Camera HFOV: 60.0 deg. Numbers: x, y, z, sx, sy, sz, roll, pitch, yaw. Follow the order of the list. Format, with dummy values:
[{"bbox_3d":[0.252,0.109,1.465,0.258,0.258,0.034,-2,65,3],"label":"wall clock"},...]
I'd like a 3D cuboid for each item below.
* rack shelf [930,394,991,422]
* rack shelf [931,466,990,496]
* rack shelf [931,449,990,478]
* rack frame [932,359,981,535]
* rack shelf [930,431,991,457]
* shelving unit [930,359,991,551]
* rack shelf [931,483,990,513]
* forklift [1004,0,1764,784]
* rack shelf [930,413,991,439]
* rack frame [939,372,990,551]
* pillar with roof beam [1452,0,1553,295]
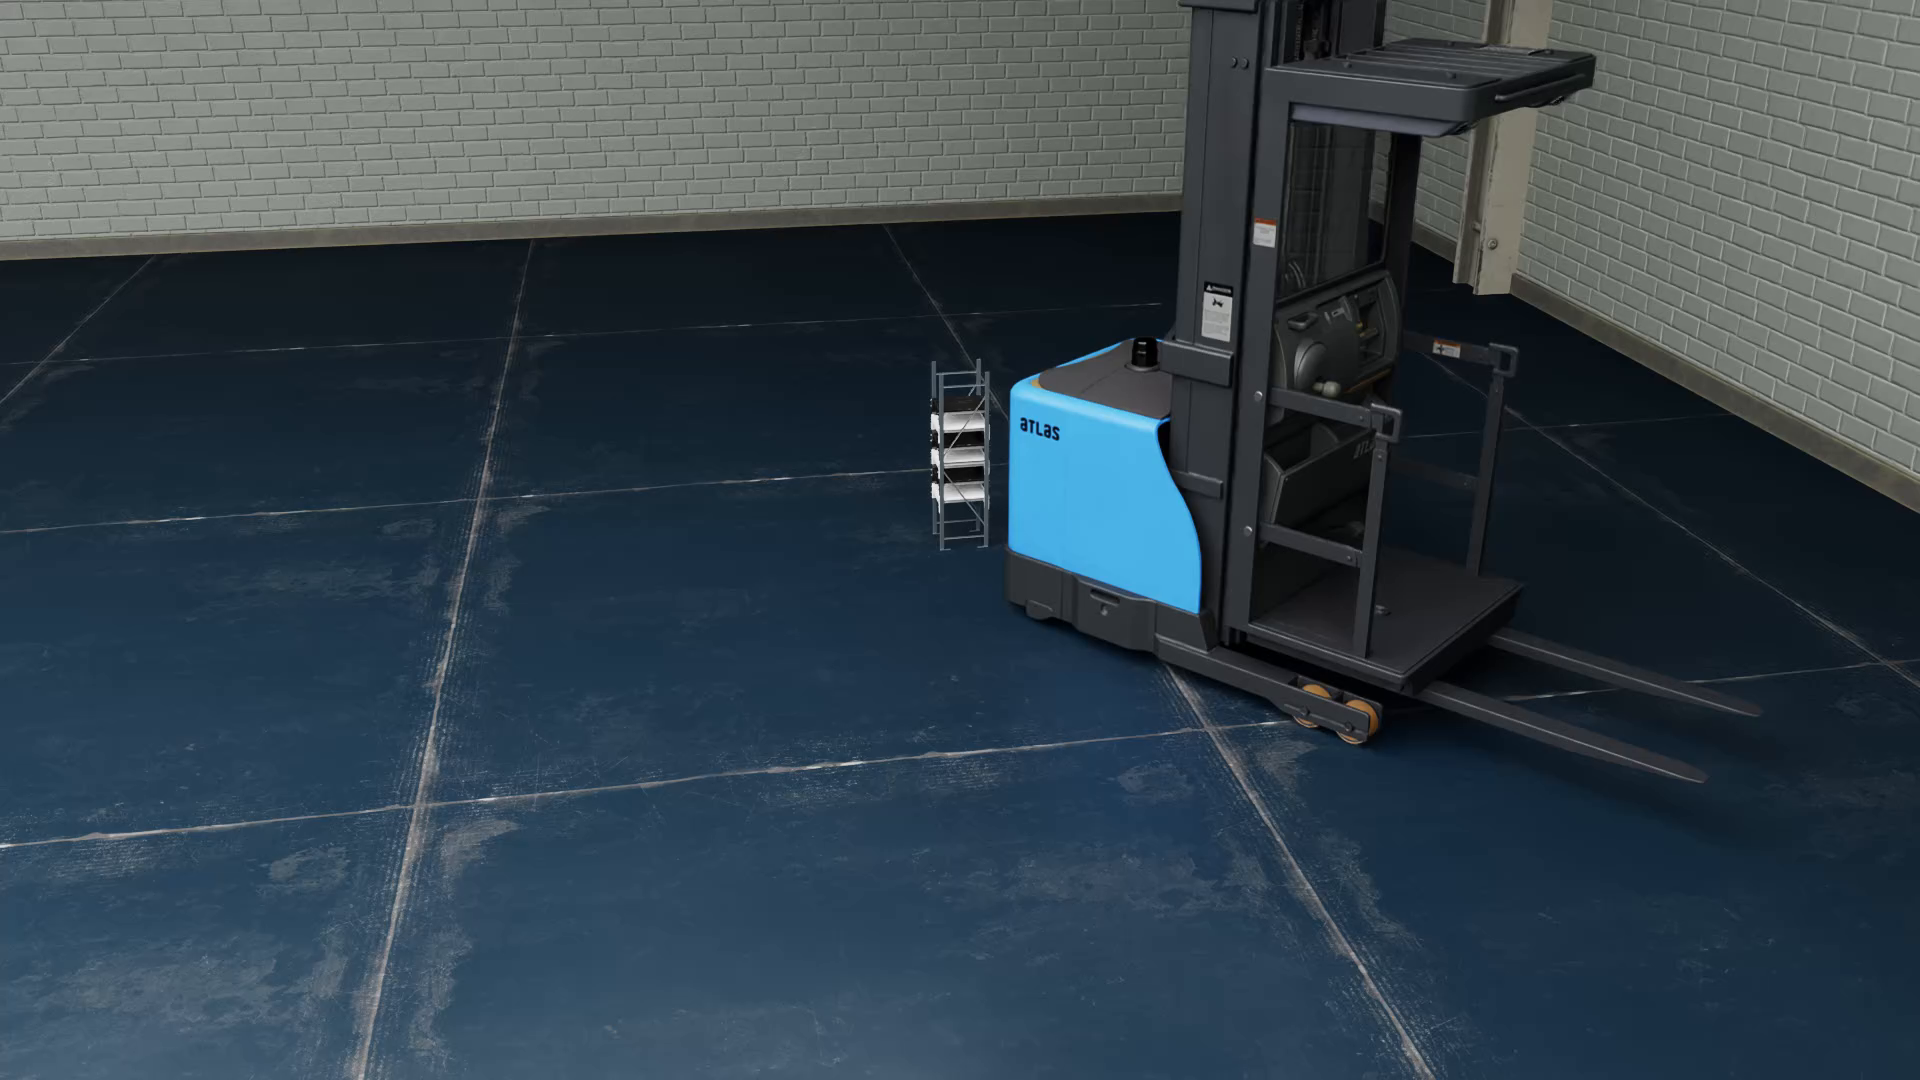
[{"bbox_3d":[0.001,-0.626,7.968,0.258,0.077,0.200,-4,24,-10],"label":"rack shelf"},{"bbox_3d":[0.001,-0.296,8.112,0.258,0.077,0.200,-4,24,-10],"label":"rack shelf"},{"bbox_3d":[0.001,-0.379,8.076,0.258,0.077,0.200,-4,24,-10],"label":"rack shelf"},{"bbox_3d":[-0.017,-0.449,8.154,0.240,0.900,0.006,-4,24,-10],"label":"rack frame"},{"bbox_3d":[0.001,-0.461,8.040,0.258,0.077,0.200,-4,24,-10],"label":"rack shelf"},{"bbox_3d":[0.001,-0.409,8.063,0.258,0.900,0.210,-4,24,-10],"label":"shelving unit"},{"bbox_3d":[0.001,-0.214,8.148,0.258,0.077,0.200,-4,24,-10],"label":"rack shelf"},{"bbox_3d":[1.646,-0.791,6.400,3.031,2.935,1.130,19,30,37],"label":"forklift"},{"bbox_3d":[0.001,-0.544,8.004,0.258,0.077,0.200,-4,24,-10],"label":"rack shelf"},{"bbox_3d":[0.020,-0.369,7.971,0.240,0.900,0.006,-4,24,-10],"label":"rack frame"},{"bbox_3d":[-0.253,-5.730,10.127,9.100,9.000,0.400,-4,24,-10],"label":"pillar with roof beam"}]
